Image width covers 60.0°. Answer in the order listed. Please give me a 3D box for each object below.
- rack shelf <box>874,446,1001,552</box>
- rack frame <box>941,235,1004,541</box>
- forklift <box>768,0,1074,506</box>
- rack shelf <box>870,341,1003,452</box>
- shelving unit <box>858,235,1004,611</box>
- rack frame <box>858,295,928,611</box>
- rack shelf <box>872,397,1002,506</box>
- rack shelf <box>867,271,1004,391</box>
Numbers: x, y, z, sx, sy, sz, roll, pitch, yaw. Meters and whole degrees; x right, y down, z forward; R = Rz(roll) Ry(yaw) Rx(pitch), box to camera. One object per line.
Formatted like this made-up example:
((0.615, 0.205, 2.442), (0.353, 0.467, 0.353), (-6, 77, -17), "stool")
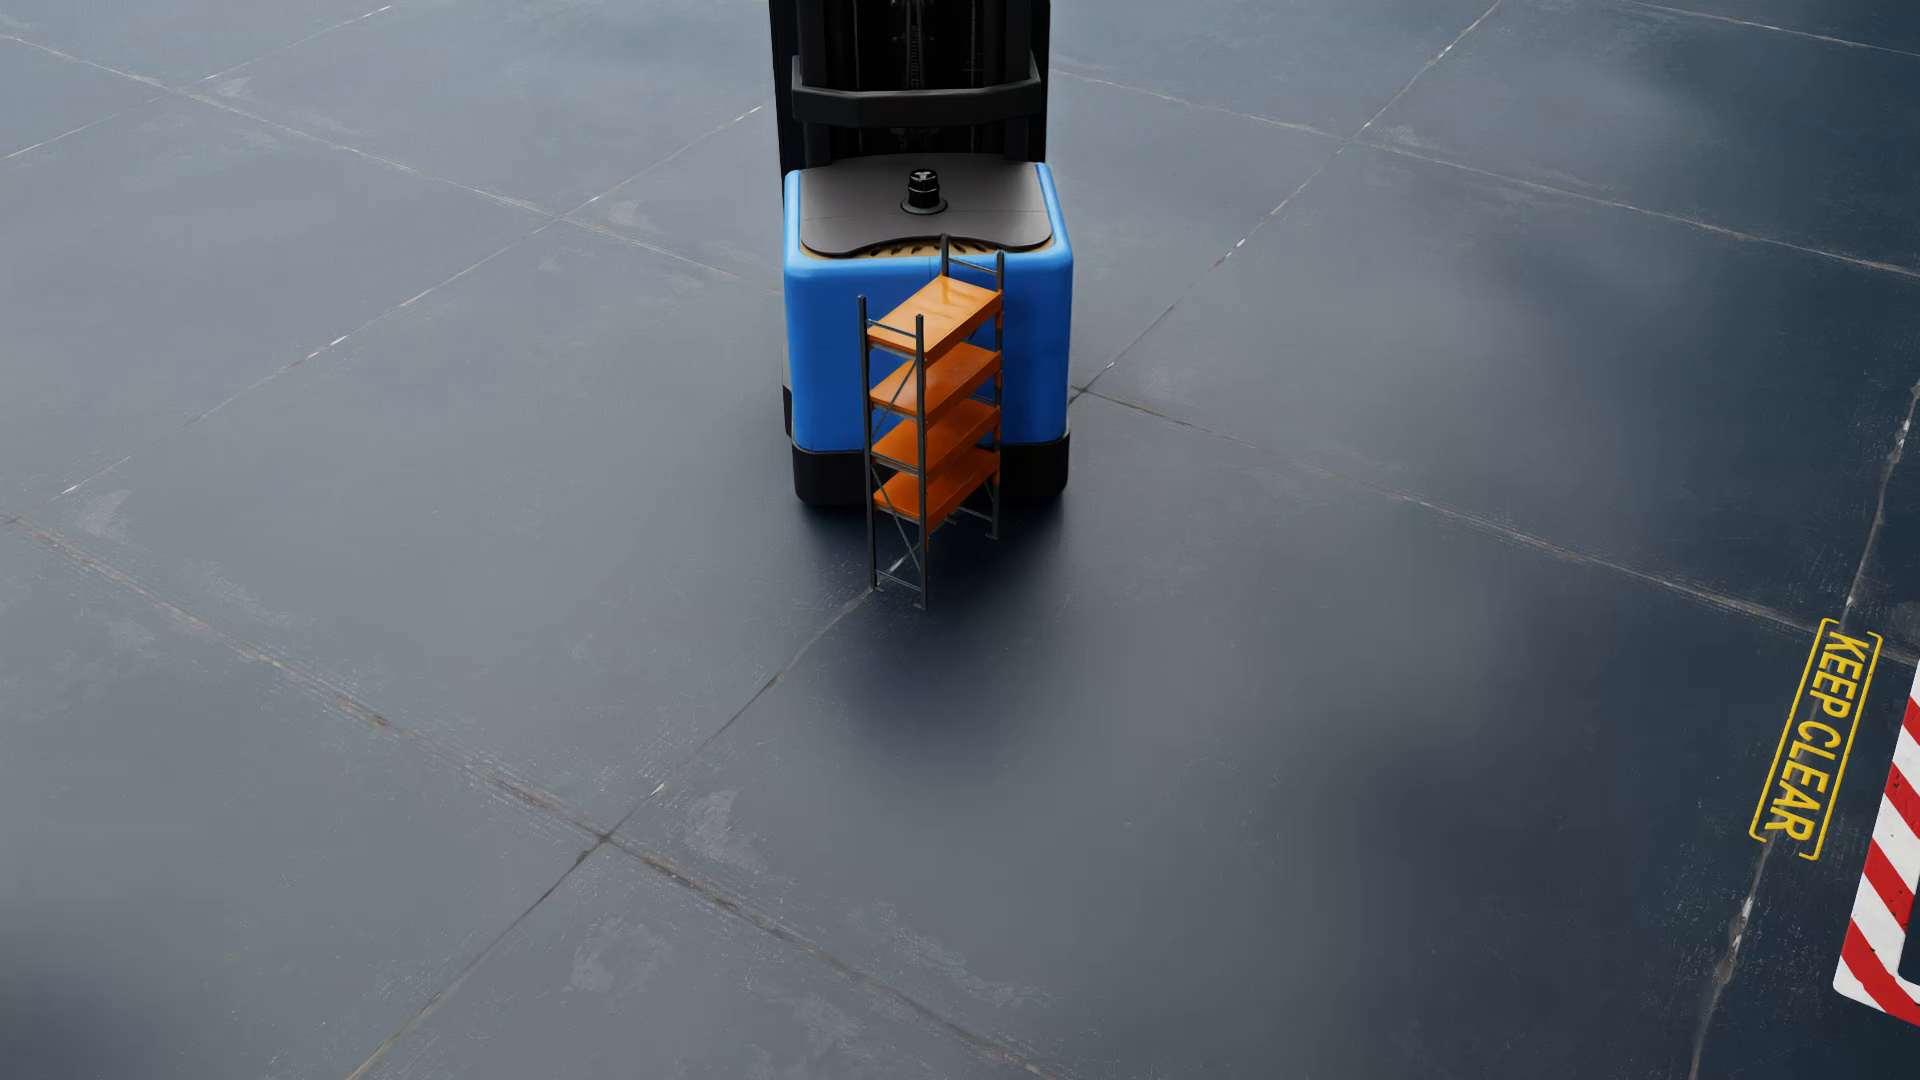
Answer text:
((-0.089, -0.179, 5.935), (0.258, 0.148, 0.480), (21, 42, 25), "rack shelf")
((0.042, -0.516, 5.936), (0.240, 1.200, 0.015), (21, 42, 25), "rack frame")
((-0.213, -2.174, 6.670), (1.130, 2.935, 3.031), (-3, 38, -3), "forklift")
((-0.089, -0.514, 5.677), (0.258, 0.148, 0.480), (21, 42, 25), "rack shelf")
((-0.089, -0.390, 5.773), (0.258, 1.200, 0.503), (21, 42, 25), "shelving unit")
((-0.219, -0.264, 5.610), (0.240, 1.200, 0.015), (21, 42, 25), "rack frame")
((-0.089, -0.337, 5.814), (0.258, 0.148, 0.480), (21, 42, 25), "rack shelf")
((-0.089, -0.701, 5.533), (0.258, 0.148, 0.480), (21, 42, 25), "rack shelf")
